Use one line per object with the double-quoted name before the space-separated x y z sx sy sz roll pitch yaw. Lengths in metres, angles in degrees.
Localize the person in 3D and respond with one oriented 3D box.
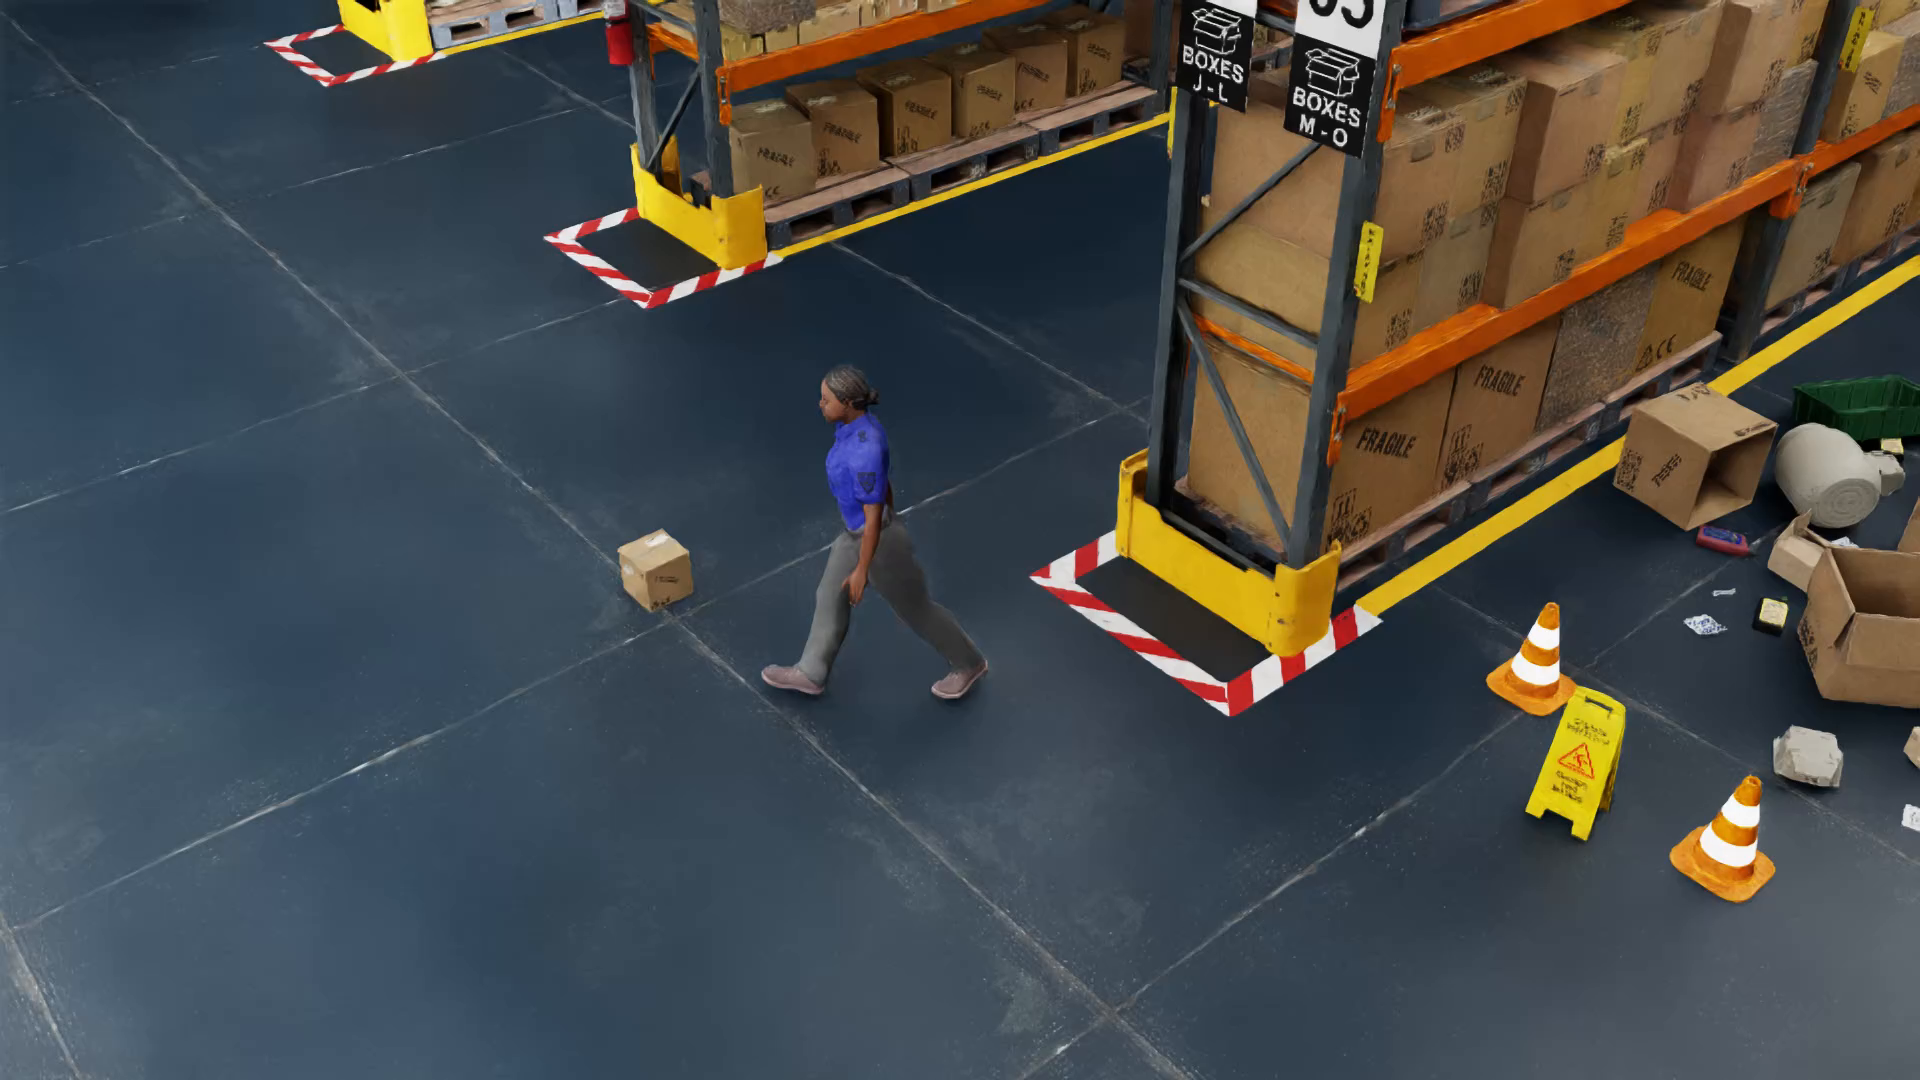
"person" -0.385 0.009 7.087 0.998 1.595 0.552 -9 37 -12
